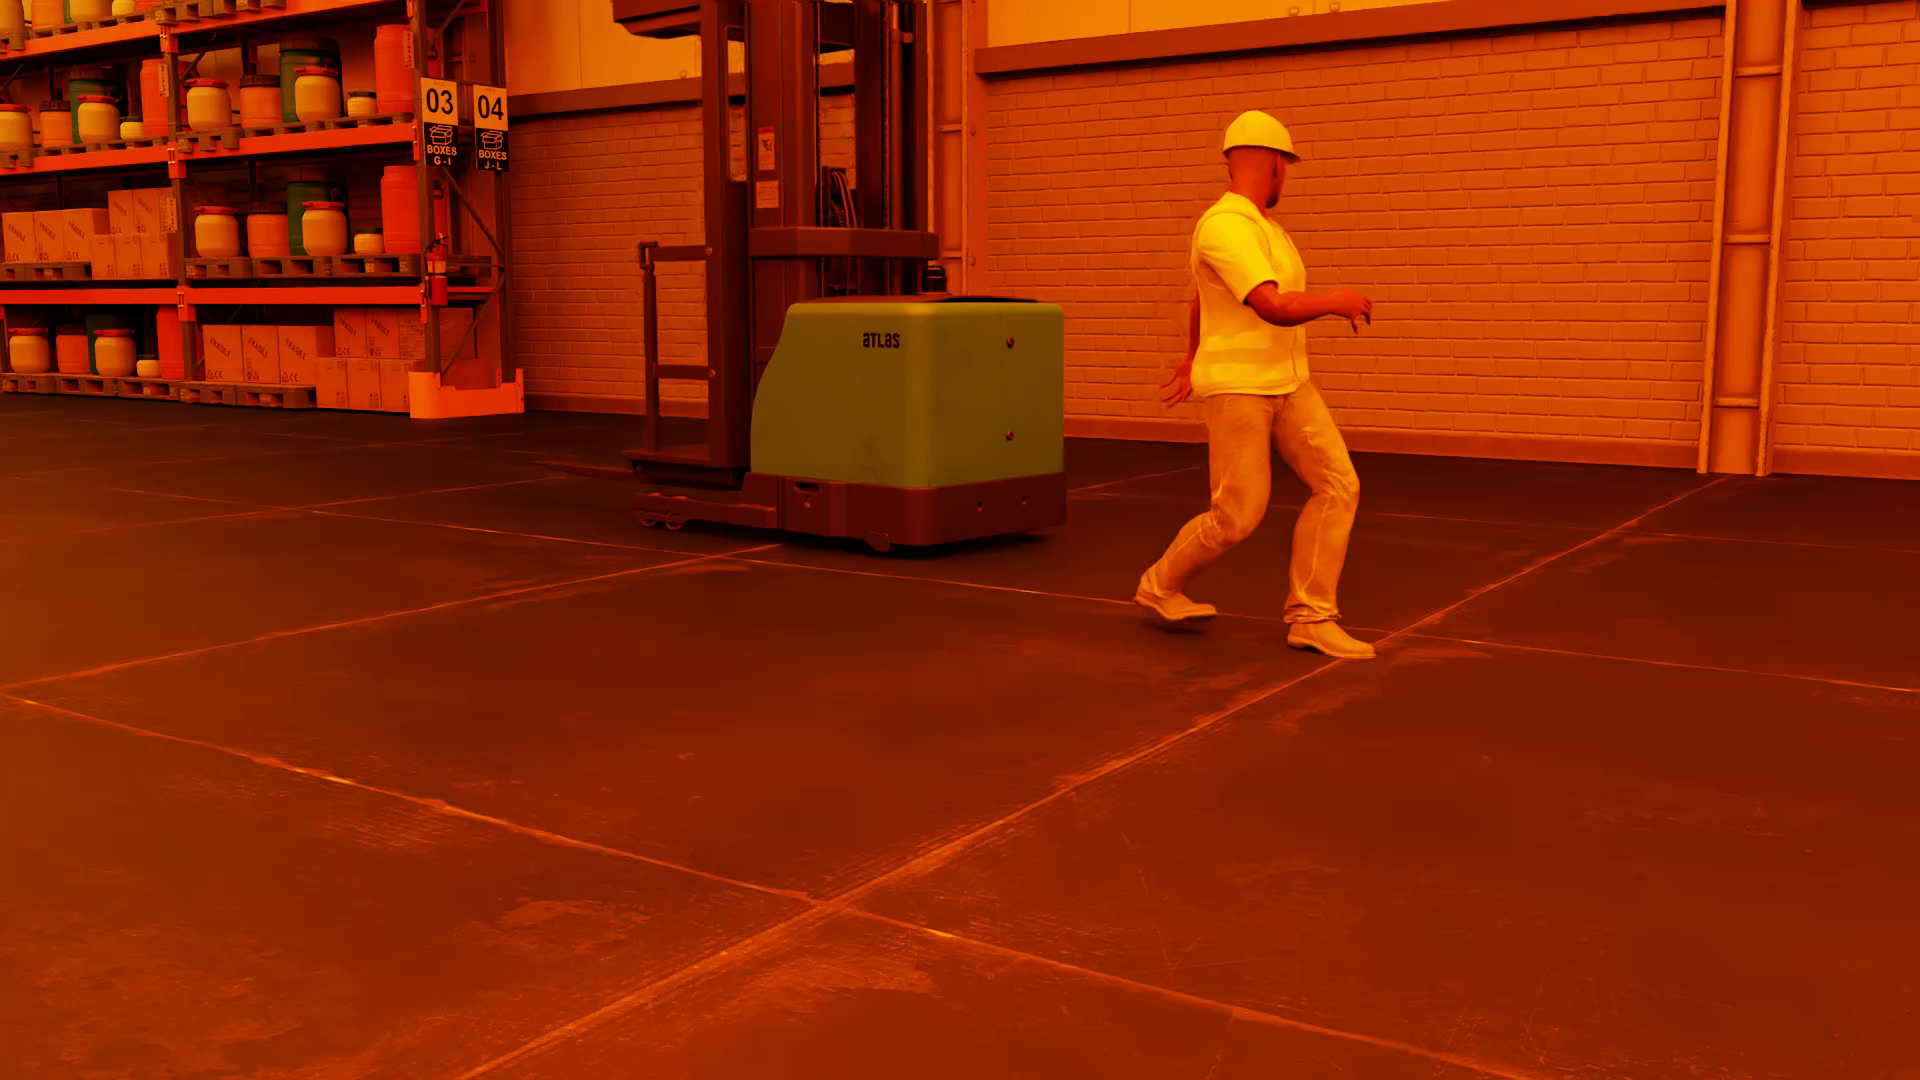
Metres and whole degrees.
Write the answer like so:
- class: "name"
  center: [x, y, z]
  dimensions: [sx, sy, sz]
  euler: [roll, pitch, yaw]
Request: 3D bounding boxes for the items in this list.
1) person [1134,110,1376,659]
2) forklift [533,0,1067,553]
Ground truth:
- class: "person"
  center: [0.925, -0.503, 5.276]
  dimensions: [0.937, 1.679, 0.595]
  euler: [6, 10, 38]
- class: "forklift"
  center: [-0.951, -1.546, 8.063]
  dimensions: [3.031, 2.935, 1.130]
  euler: [7, 11, 41]
